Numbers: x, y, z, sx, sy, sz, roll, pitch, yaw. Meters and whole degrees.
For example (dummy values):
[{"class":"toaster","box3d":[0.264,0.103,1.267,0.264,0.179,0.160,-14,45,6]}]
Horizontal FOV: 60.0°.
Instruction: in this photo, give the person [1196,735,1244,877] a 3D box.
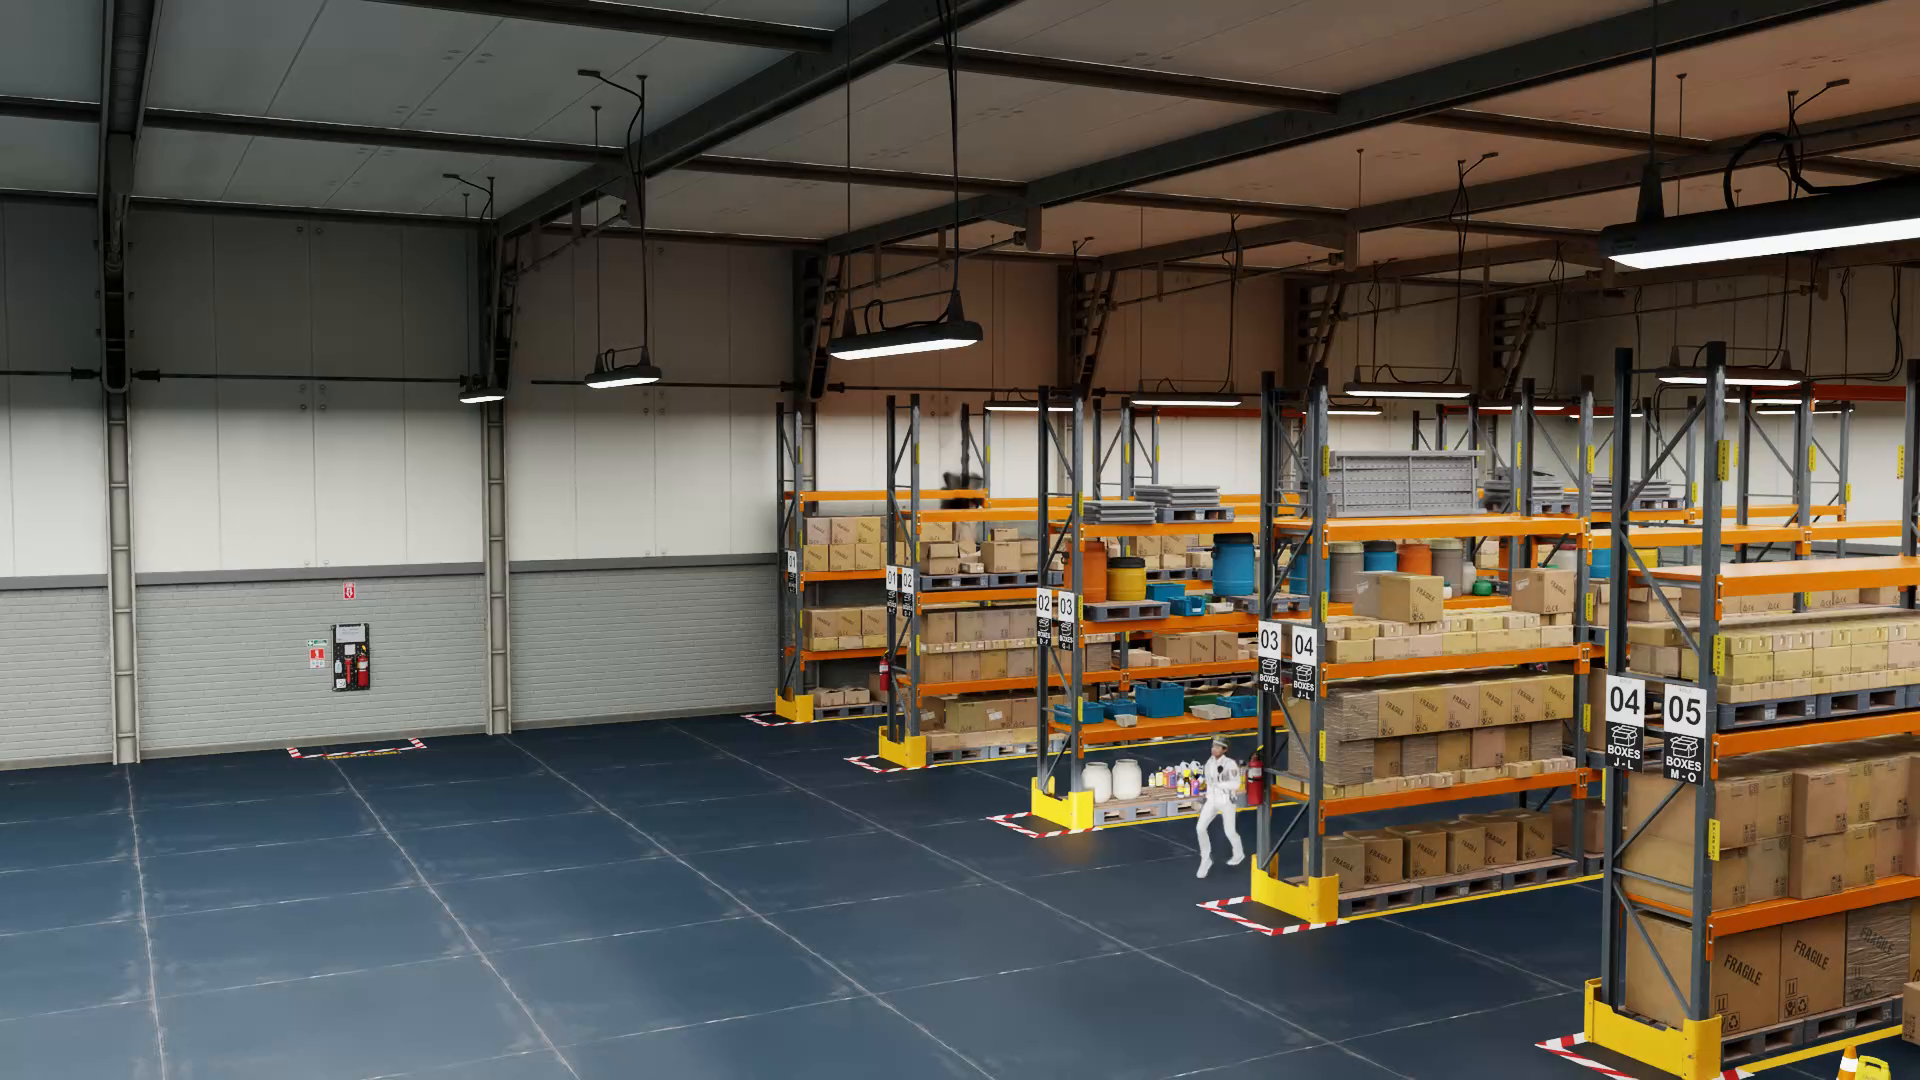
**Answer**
[{"class":"person","box3d":[3.199,3.198,20.080,0.589,1.742,0.795,3,4,43]}]

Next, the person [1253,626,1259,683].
[{"class":"person","box3d":[6.066,2.466,33.371,0.540,1.620,0.599,-2,4,-35]}]
